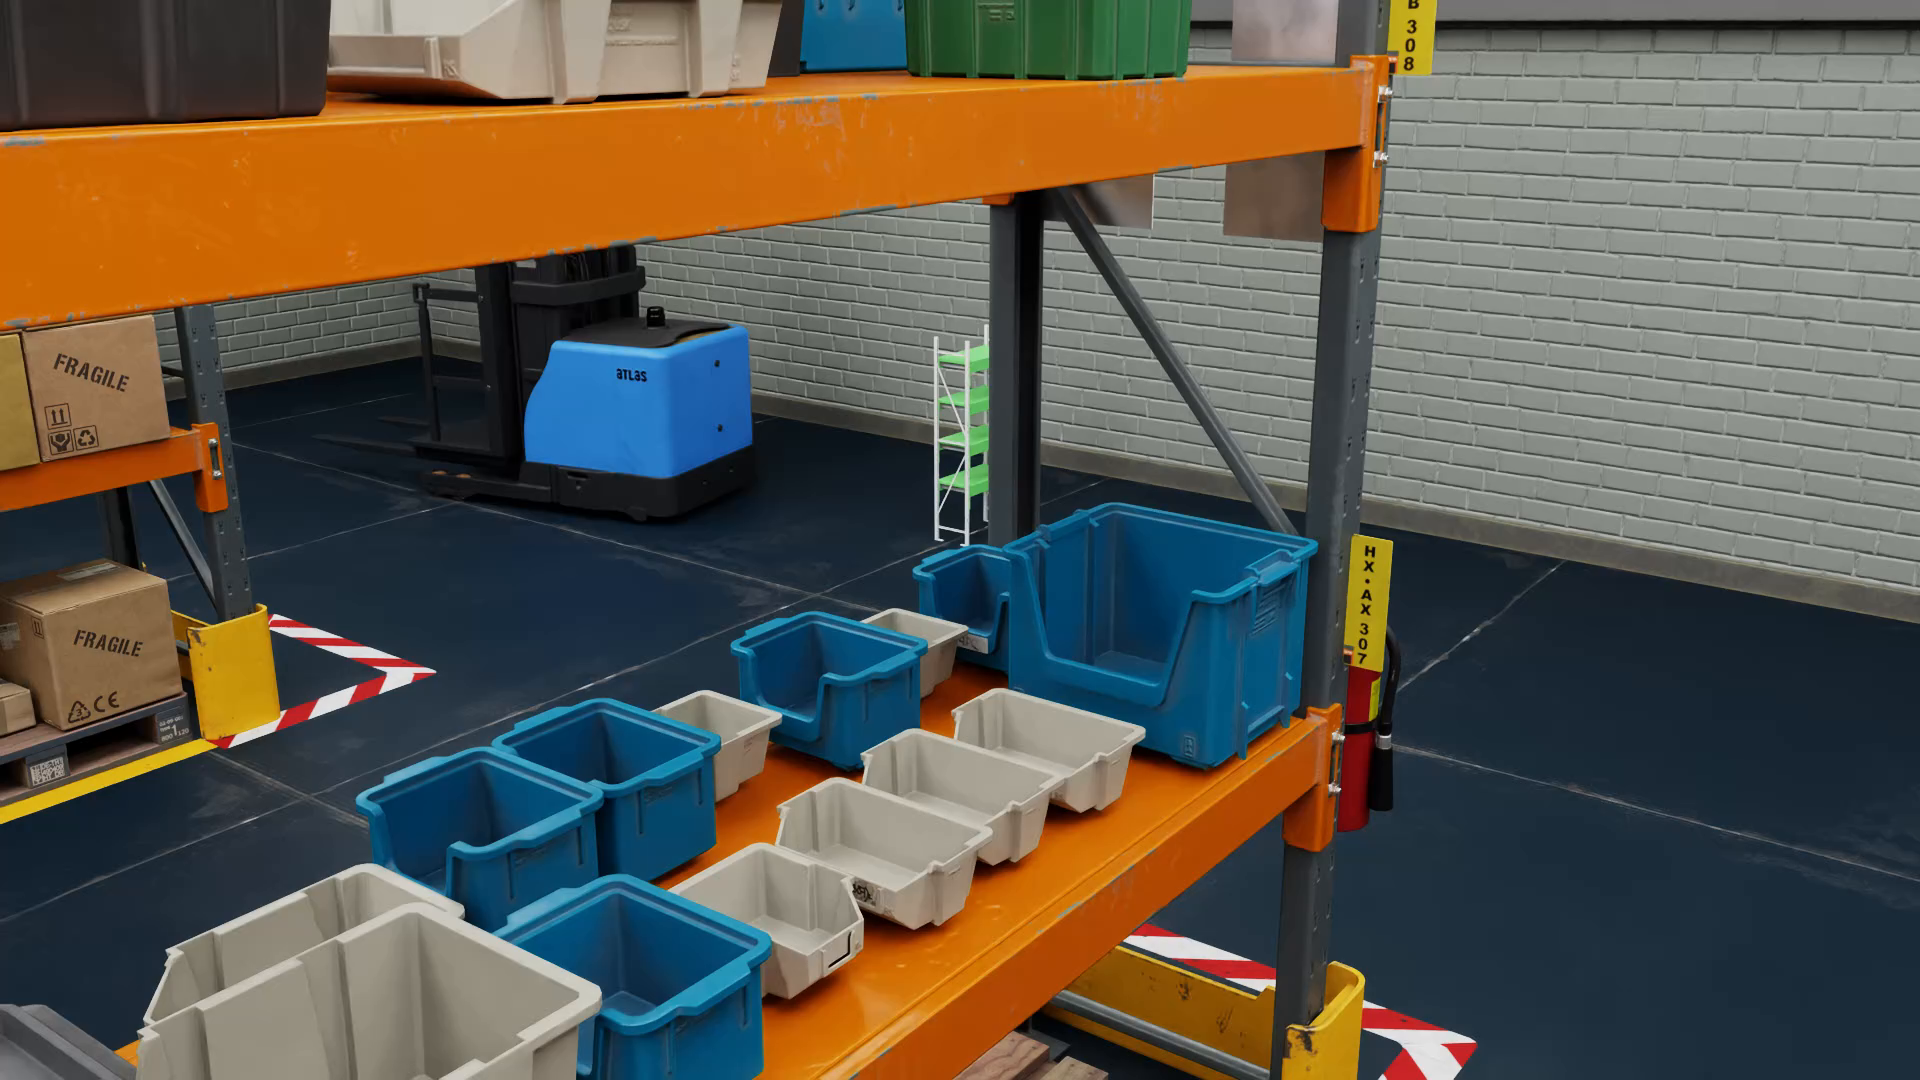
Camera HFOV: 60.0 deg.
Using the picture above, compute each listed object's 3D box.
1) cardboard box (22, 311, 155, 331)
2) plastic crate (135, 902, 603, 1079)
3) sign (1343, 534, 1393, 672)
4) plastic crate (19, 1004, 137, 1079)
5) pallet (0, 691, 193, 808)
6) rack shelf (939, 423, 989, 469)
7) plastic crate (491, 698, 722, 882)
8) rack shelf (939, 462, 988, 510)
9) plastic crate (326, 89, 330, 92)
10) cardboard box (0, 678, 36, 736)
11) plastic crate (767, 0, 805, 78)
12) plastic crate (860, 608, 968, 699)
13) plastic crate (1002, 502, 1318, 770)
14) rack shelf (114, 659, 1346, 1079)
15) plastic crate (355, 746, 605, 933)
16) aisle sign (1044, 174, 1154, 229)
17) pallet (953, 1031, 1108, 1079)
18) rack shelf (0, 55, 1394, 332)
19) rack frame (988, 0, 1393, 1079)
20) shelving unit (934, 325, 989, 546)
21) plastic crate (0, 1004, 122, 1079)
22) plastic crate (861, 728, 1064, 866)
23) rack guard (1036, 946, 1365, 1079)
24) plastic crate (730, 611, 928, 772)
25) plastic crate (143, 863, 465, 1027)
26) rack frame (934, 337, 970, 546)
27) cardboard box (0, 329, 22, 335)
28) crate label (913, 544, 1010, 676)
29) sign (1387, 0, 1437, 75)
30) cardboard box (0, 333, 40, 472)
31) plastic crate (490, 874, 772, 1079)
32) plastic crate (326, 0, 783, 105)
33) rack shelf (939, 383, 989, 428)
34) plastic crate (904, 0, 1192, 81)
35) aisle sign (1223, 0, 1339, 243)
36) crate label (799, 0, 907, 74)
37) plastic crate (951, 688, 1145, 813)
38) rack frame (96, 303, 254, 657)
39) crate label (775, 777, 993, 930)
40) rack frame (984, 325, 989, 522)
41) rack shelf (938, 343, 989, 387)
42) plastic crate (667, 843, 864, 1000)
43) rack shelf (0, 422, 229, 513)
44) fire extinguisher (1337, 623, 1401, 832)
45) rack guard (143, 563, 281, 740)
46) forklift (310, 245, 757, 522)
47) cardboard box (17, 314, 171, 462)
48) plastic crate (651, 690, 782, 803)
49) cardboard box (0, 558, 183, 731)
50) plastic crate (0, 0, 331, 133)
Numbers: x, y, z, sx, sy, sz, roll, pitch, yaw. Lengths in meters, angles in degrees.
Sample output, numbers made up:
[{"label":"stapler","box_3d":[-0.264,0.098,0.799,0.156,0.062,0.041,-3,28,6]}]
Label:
[{"label":"cardboard box","box_3d":[-3.509,-1.112,6.414,0.500,0.500,0.500,12,21,34]},{"label":"plastic crate","box_3d":[-0.815,0.784,2.260,0.437,0.282,0.530,12,21,35]},{"label":"sign","box_3d":[0.962,0.150,3.928,0.100,0.325,0.005,12,21,35]},{"label":"plastic crate","box_3d":[-1.421,0.876,2.228,0.437,0.125,0.590,12,21,35]},{"label":"pallet","box_3d":[-3.984,0.798,6.818,1.003,0.211,1.213,12,21,35]},{"label":"rack shelf","box_3d":[0.099,-0.551,9.712,0.258,0.148,0.480,12,21,35]},{"label":"plastic crate","box_3d":[-0.685,0.500,3.257,0.416,0.233,0.300,12,21,35]},{"label":"rack shelf","box_3d":[0.099,-0.322,9.783,0.258,0.148,0.480,12,21,35]},{"label":"plastic crate","box_3d":[-1.057,-0.768,2.302,0.437,0.282,0.530,12,21,35]},{"label":"cardboard box","box_3d":[-3.905,0.655,6.613,0.380,0.166,0.250,12,21,35]},{"label":"plastic crate","box_3d":[-0.620,-0.953,2.802,0.504,0.338,0.767,12,21,35]},{"label":"plastic crate","box_3d":[-0.158,0.294,4.082,0.250,0.136,0.298,12,21,35]},{"label":"plastic crate","box_3d":[0.461,0.202,3.876,0.616,0.435,0.499,12,21,35]},{"label":"rack shelf","box_3d":[-0.681,0.954,2.826,1.077,0.370,4.000,12,21,35]},{"label":"plastic crate","box_3d":[-0.864,0.571,3.027,0.416,0.233,0.300,12,21,35]},{"label":"aisle sign","box_3d":[0.315,-1.177,4.092,0.394,0.787,0.004,12,21,35]},{"label":"pallet","box_3d":[-0.012,1.656,4.056,1.003,0.211,1.213,12,21,35]},{"label":"rack shelf","box_3d":[-0.681,-0.478,2.381,1.077,0.370,4.000,12,21,35]},{"label":"rack frame","box_3d":[0.511,0.134,4.253,1.000,3.000,0.127,12,21,35]},{"label":"shelving unit","box_3d":[0.099,-0.612,9.693,0.258,1.200,0.503,12,21,35]},{"label":"plastic crate","box_3d":[-1.139,0.860,1.709,0.402,0.464,0.583,12,21,35]},{"label":"plastic crate","box_3d":[-0.014,0.524,3.341,0.396,0.136,0.243,12,21,35]},{"label":"rack guard","box_3d":[0.515,1.320,4.650,1.175,0.500,0.348,12,21,35]},{"label":"plastic crate","box_3d":[-0.293,0.343,3.762,0.416,0.233,0.300,12,21,35]},{"label":"plastic crate","box_3d":[-1.076,0.717,2.722,0.293,0.136,0.466,12,21,35]},{"label":"rack frame","box_3d":[-0.047,-0.554,9.506,0.240,1.200,0.015,12,21,35]},{"label":"cardboard box","box_3d":[-3.810,-0.992,6.026,0.500,0.500,0.500,13,22,36]},{"label":"crate label","box_3d":[0.099,0.186,4.267,0.416,0.233,0.303,12,21,35]},{"label":"sign","box_3d":[0.962,-1.155,3.523,0.100,0.325,0.005,12,21,35]},{"label":"cardboard box","box_3d":[-3.819,-0.511,6.161,0.500,0.500,0.500,13,21,35]},{"label":"plastic crate","box_3d":[-0.507,0.720,2.548,0.416,0.233,0.300,12,21,35]},{"label":"plastic crate","box_3d":[-0.521,-0.636,2.121,0.437,0.136,0.530,12,21,35]},{"label":"rack shelf","box_3d":[0.099,-0.781,9.641,0.258,0.148,0.480,12,21,35]},{"label":"plastic crate","box_3d":[0.153,-0.912,2.921,0.450,0.188,0.336,12,21,35]},{"label":"aisle sign","box_3d":[0.789,-1.072,3.756,0.394,0.787,0.004,12,21,35]},{"label":"crate label","box_3d":[-0.298,-1.064,3.306,0.408,0.251,0.502,12,21,35]},{"label":"plastic crate","box_3d":[0.170,0.458,3.555,0.396,0.136,0.243,12,21,35]},{"label":"rack frame","box_3d":[-3.465,-0.742,7.075,1.000,3.000,0.127,12,21,35]},{"label":"crate label","box_3d":[-0.160,0.595,3.113,0.396,0.136,0.243,12,21,35]},{"label":"rack frame","box_3d":[0.244,-0.671,9.880,0.240,1.200,0.015,12,21,35]},{"label":"rack shelf","box_3d":[0.099,-1.010,9.569,0.258,0.148,0.480,12,21,35]},{"label":"plastic crate","box_3d":[-0.322,0.669,2.876,0.298,0.136,0.250,12,21,35]},{"label":"rack shelf","box_3d":[-4.657,0.078,5.647,1.077,0.370,4.000,12,21,35]},{"label":"fire extinguisher","box_3d":[0.966,0.394,4.177,0.296,0.674,0.183,12,21,35]},{"label":"rack guard","box_3d":[-3.510,0.470,7.387,1.175,0.500,0.348,12,21,35]},{"label":"forklift","box_3d":[-2.878,-1.785,10.549,3.031,2.935,1.130,8,19,23]},{"label":"cardboard box","box_3d":[-3.513,-0.635,6.561,0.500,0.500,0.500,13,22,36]},{"label":"plastic crate","box_3d":[-0.562,0.456,3.562,0.250,0.136,0.298,12,21,35]},{"label":"cardboard box","box_3d":[-3.591,0.415,6.823,0.500,0.500,0.500,12,21,35]},{"label":"plastic crate","box_3d":[-0.912,-0.530,1.556,0.497,0.269,0.590,12,21,35]}]
